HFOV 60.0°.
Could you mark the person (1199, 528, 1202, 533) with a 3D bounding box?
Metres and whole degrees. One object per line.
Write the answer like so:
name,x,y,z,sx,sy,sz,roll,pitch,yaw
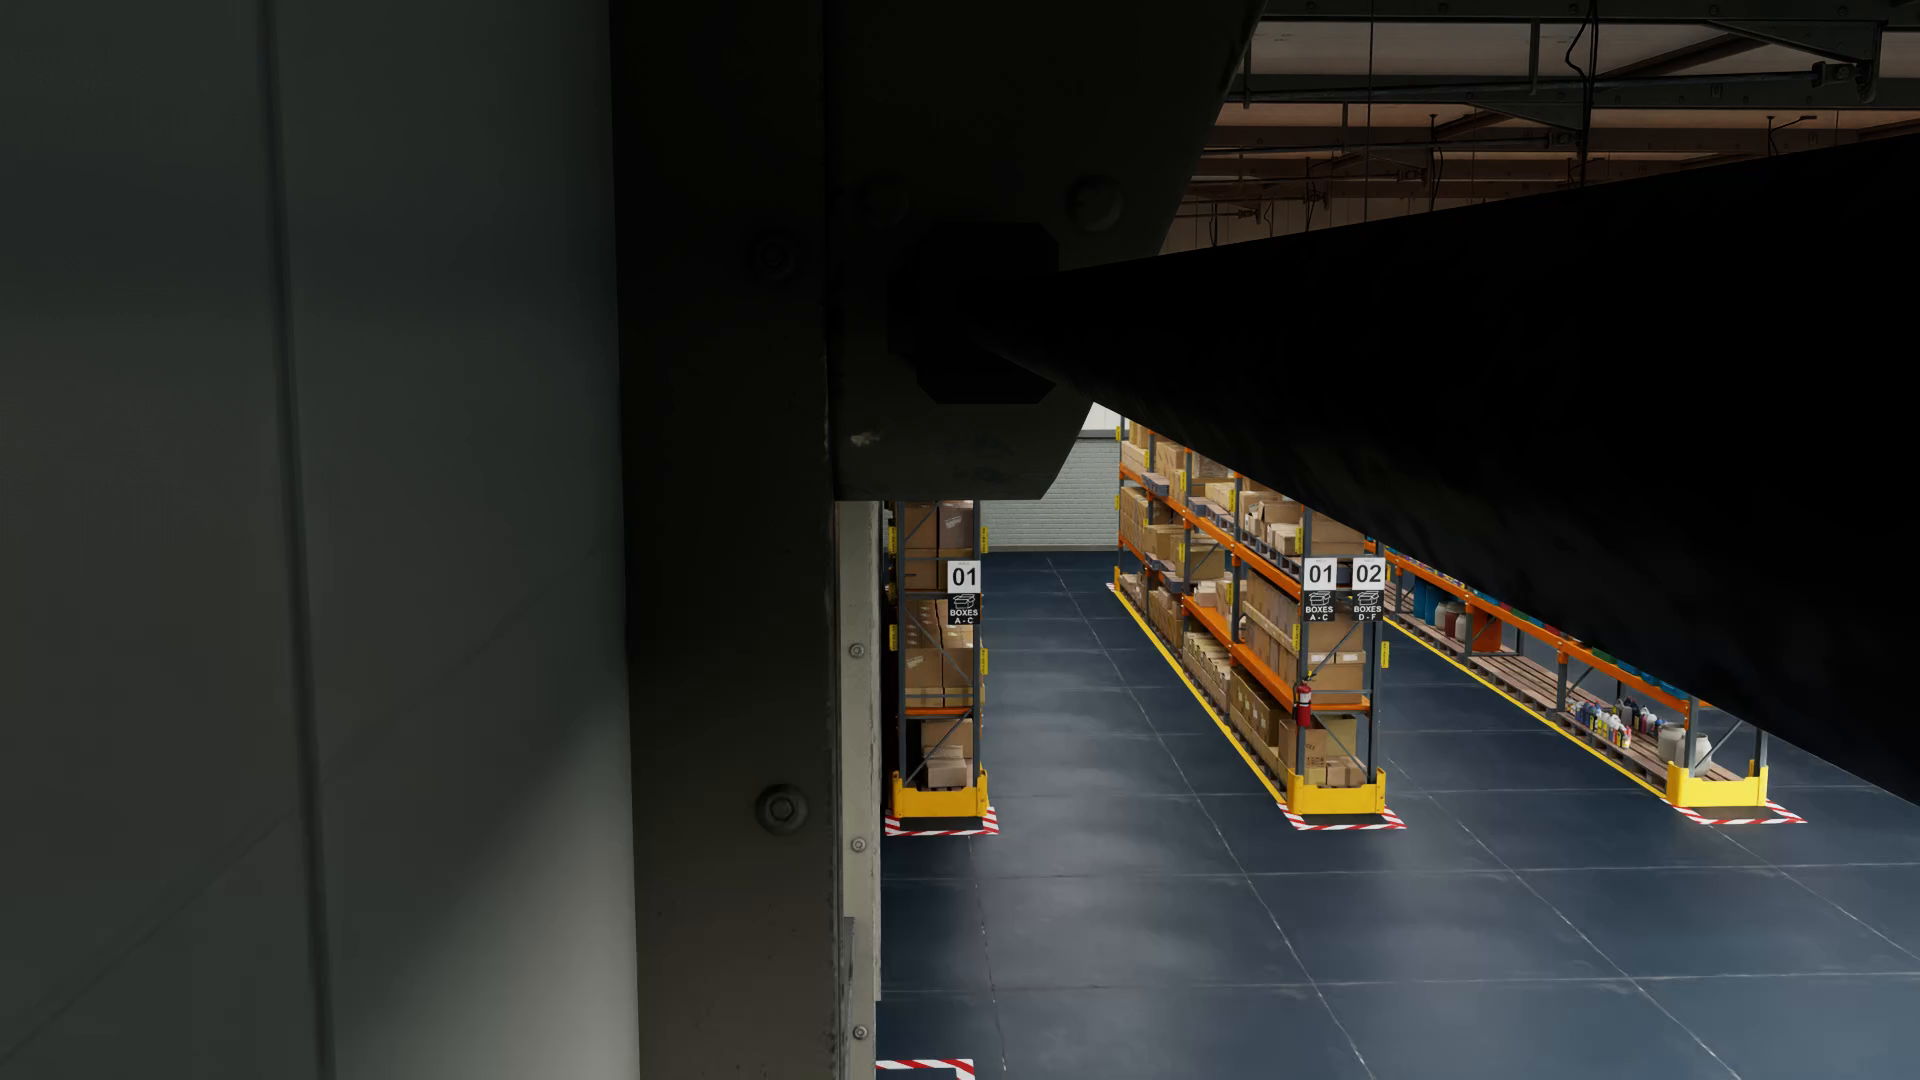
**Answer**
person,5.202,0.048,37.696,0.561,1.706,1.122,-5,9,-29
